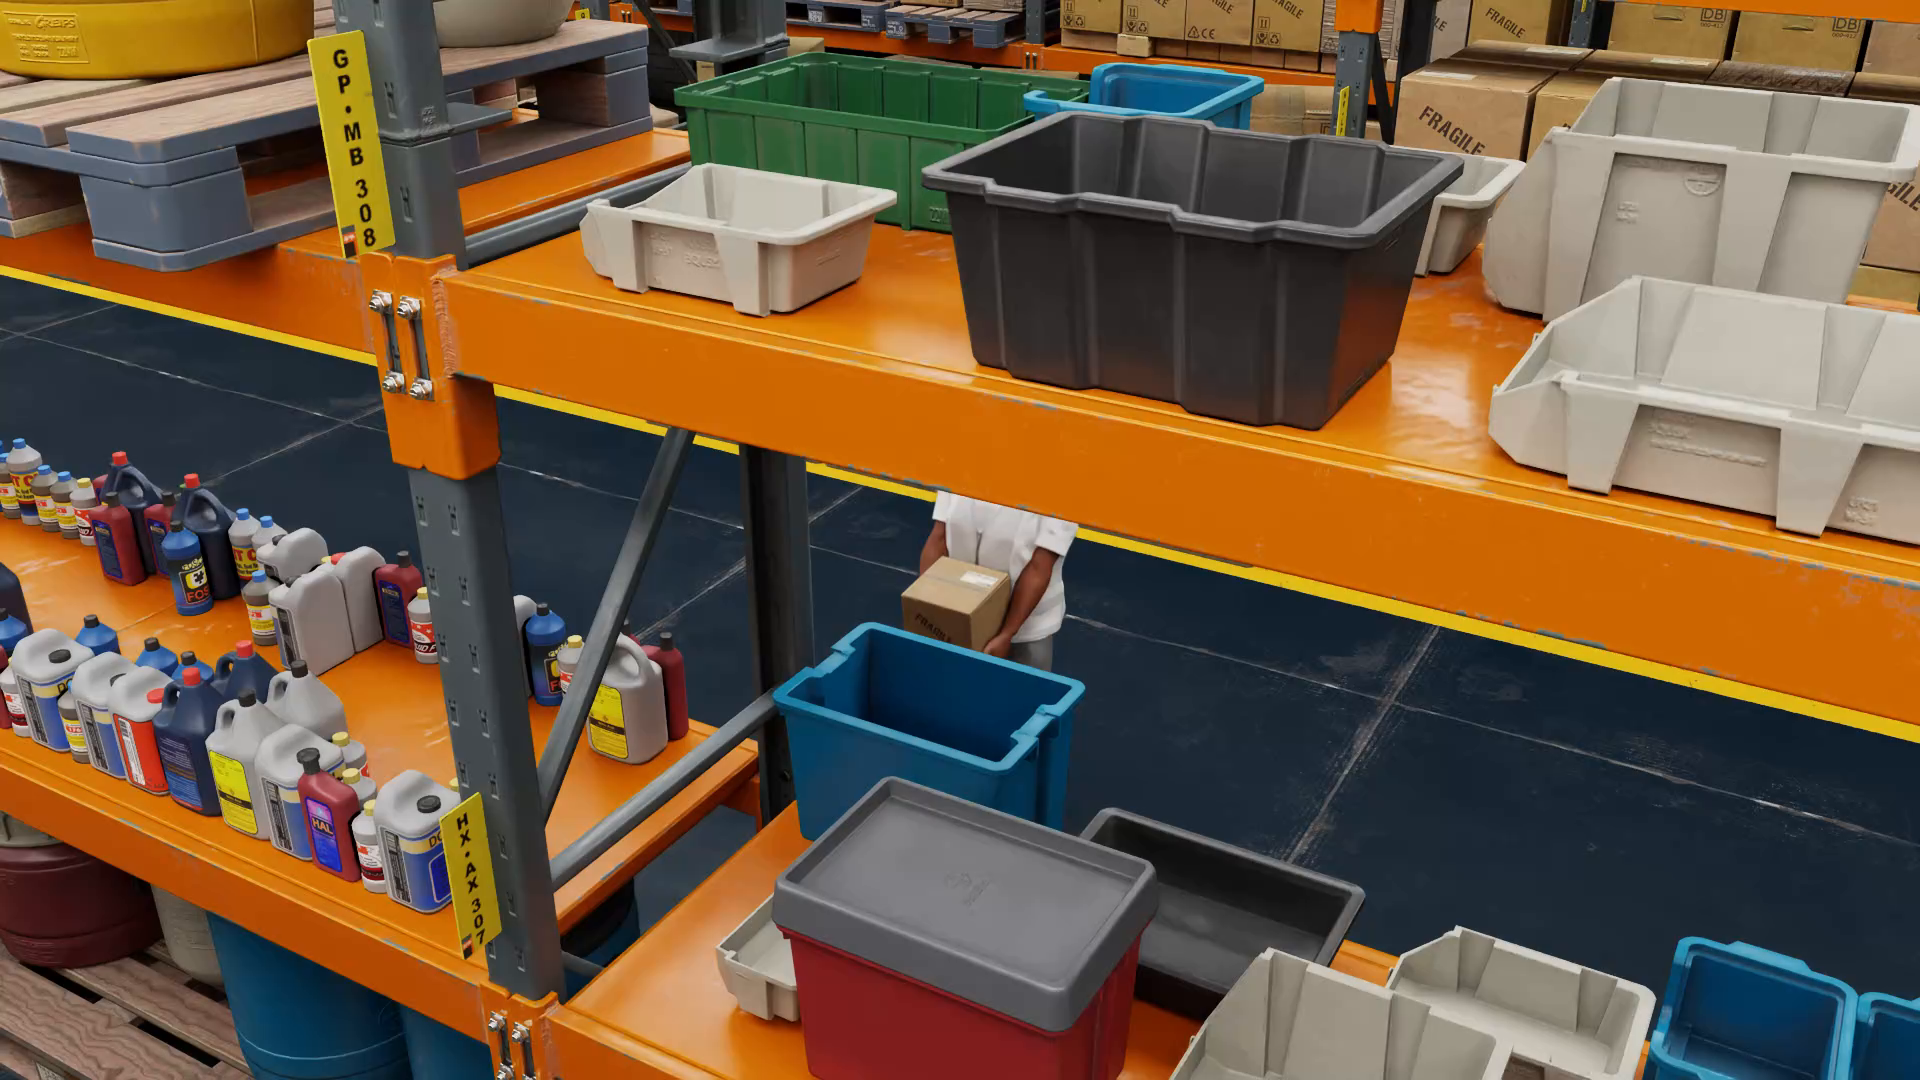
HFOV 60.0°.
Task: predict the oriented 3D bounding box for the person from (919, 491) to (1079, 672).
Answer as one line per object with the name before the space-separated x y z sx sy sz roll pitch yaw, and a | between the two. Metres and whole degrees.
person | 0.099 0.313 5.465 0.503 1.758 0.586 15 30 27
